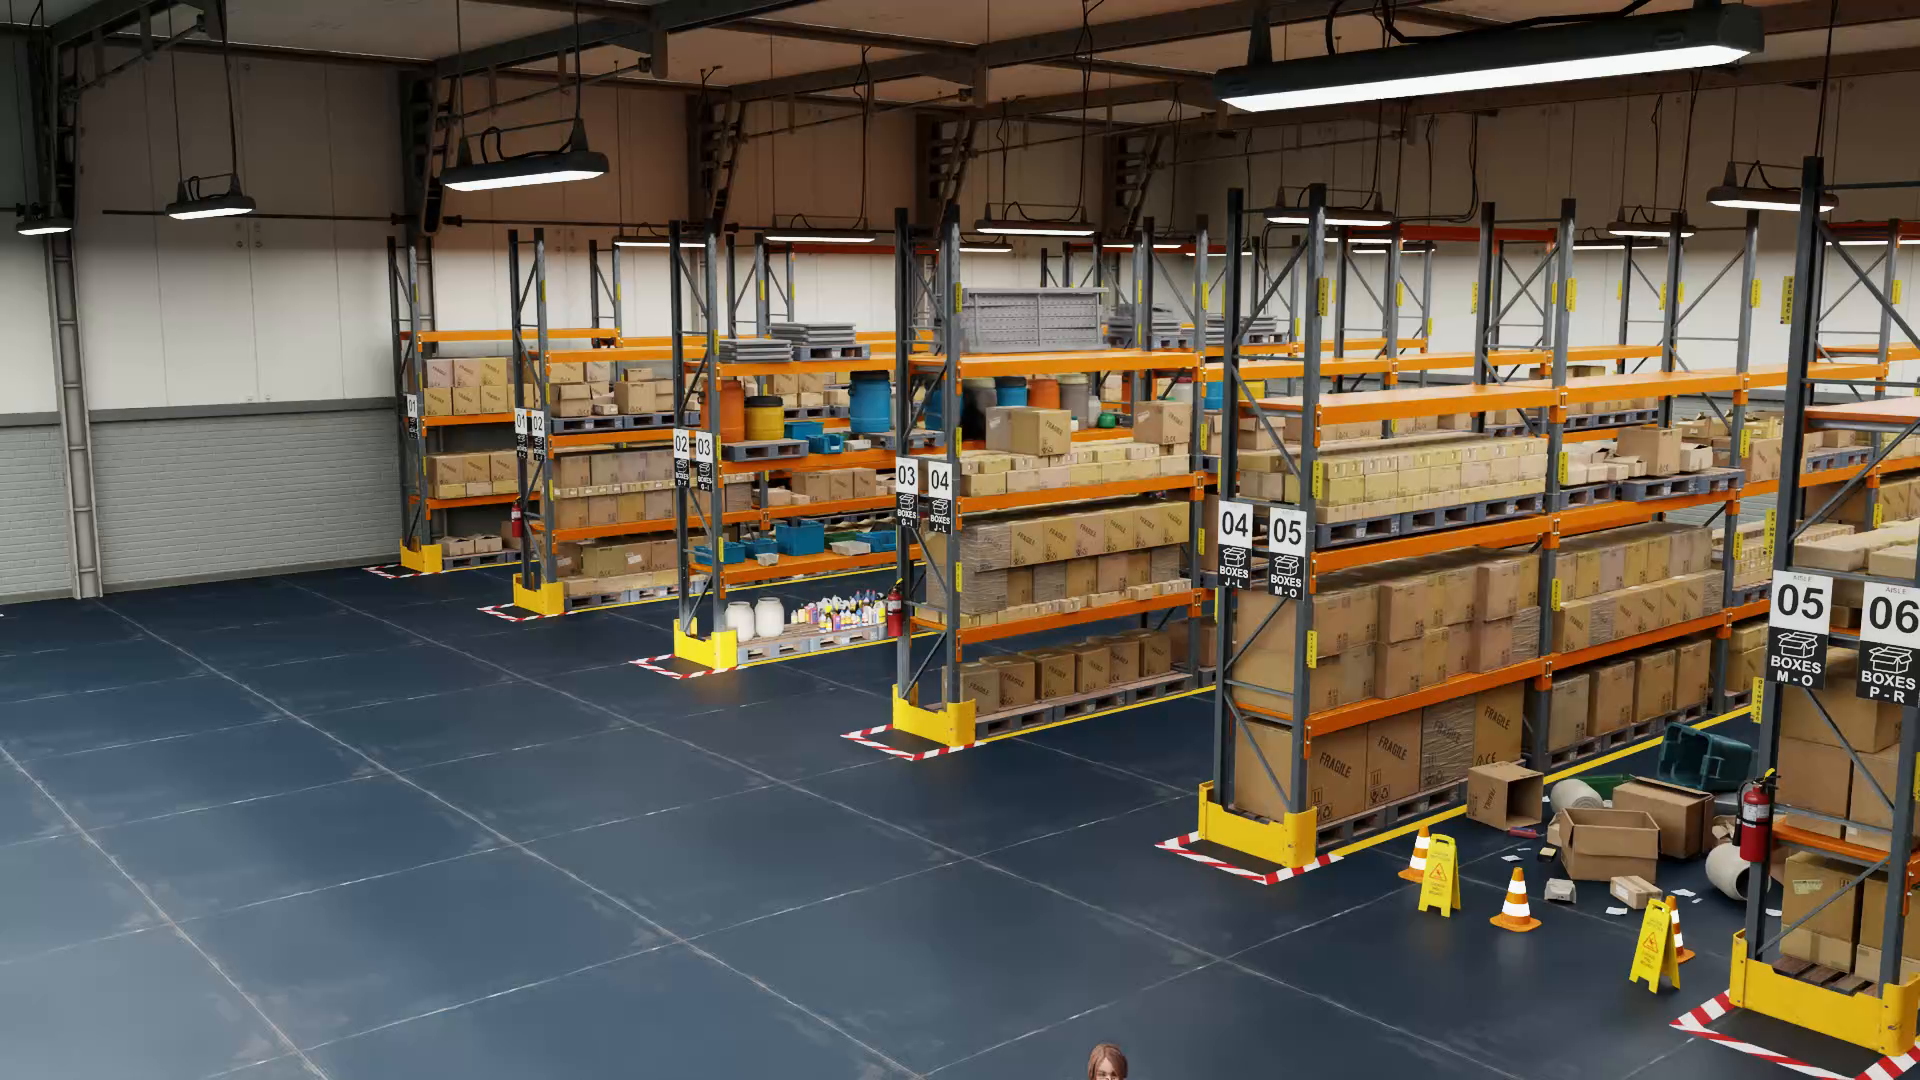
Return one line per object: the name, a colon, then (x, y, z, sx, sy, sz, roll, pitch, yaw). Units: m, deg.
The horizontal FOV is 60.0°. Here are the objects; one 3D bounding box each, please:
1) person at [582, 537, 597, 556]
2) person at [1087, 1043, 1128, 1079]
person: (-6.391, -0.044, 28.821, 0.514, 1.639, 0.666, 8, 12, 41)
person: (0.708, 3.156, 7.925, 0.526, 1.600, 0.893, 0, 9, 1)
